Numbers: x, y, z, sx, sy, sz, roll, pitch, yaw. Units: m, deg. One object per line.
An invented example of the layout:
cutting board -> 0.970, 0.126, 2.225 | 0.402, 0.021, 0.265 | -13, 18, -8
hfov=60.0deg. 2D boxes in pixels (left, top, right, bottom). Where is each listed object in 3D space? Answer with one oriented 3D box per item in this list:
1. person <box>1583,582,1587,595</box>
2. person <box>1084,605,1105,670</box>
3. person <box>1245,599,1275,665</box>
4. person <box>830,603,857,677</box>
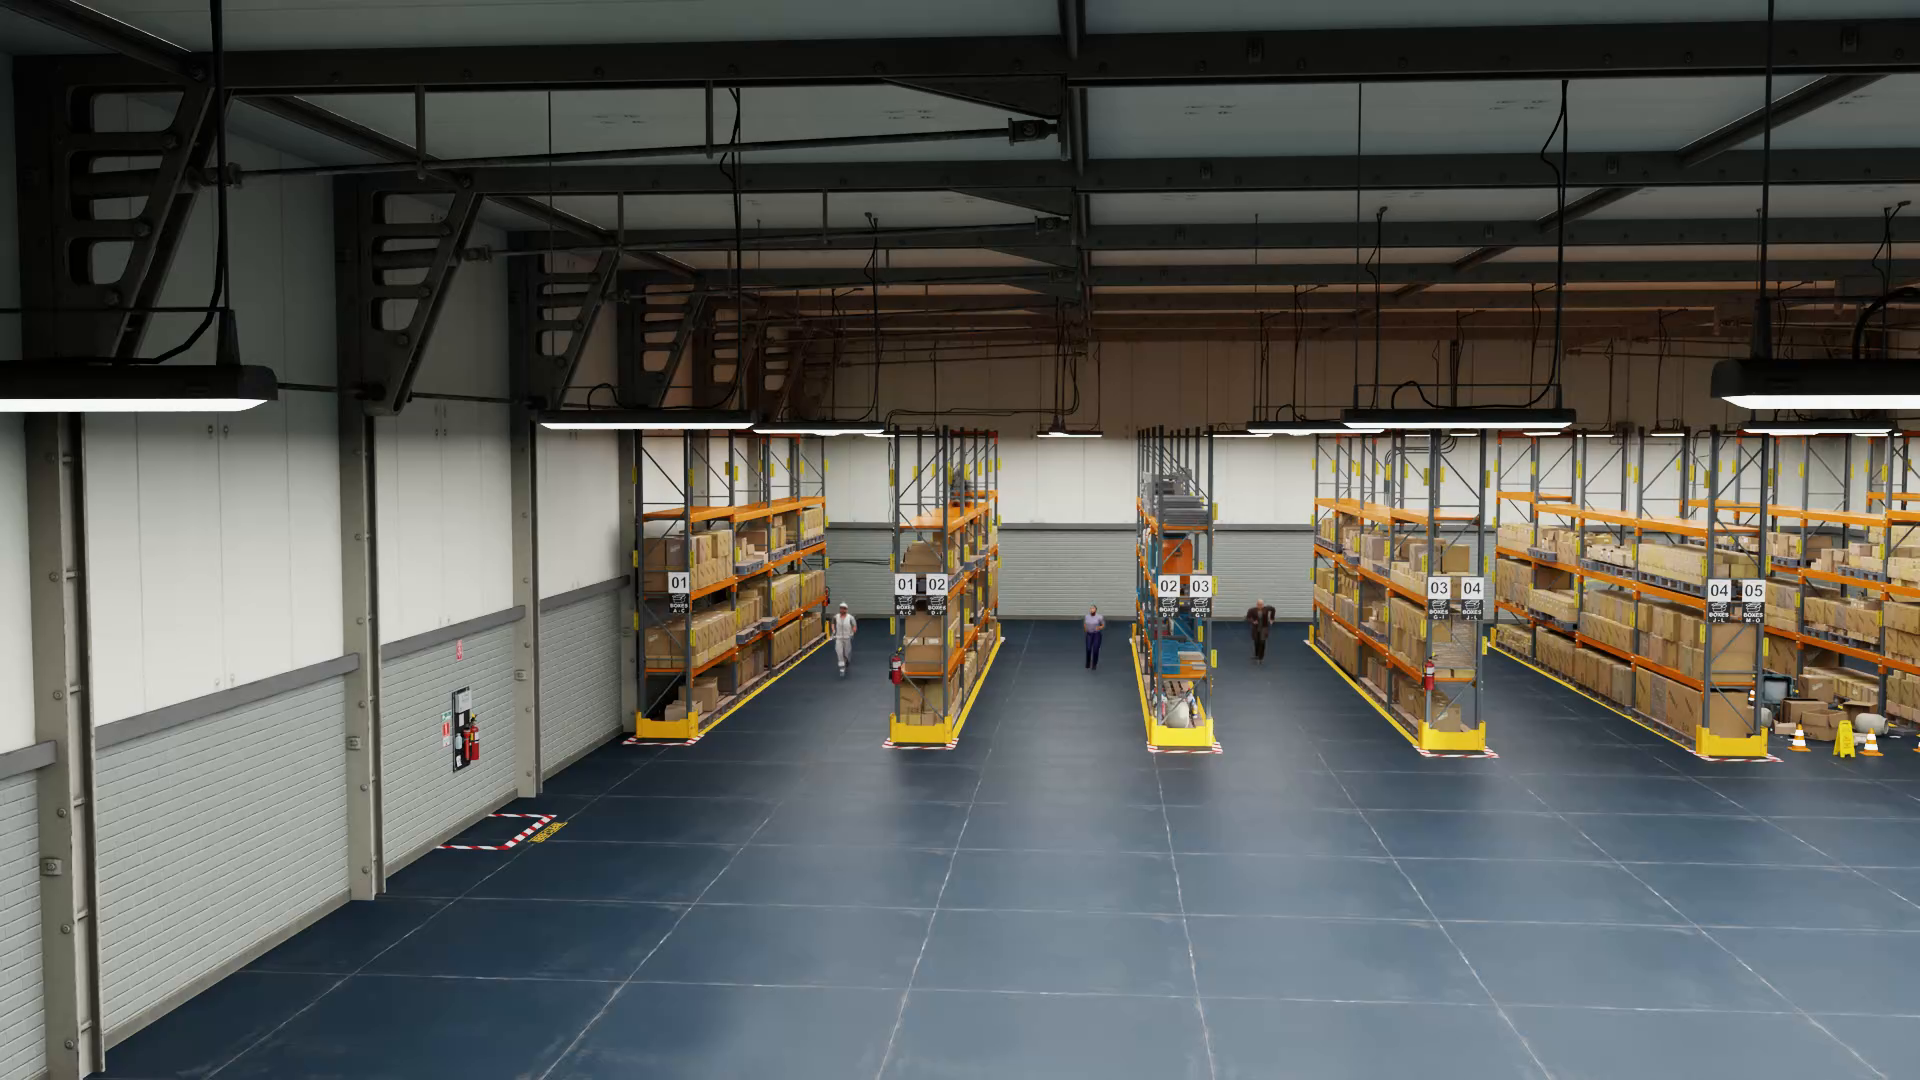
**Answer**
person -> 17.692, 2.014, 47.434 | 0.616, 1.731, 0.686 | 1, 3, 11
person -> 3.326, 2.440, 41.403 | 0.580, 1.615, 0.630 | 1, 4, 13
person -> 7.689, 2.353, 42.633 | 0.753, 1.738, 1.071 | 0, 3, 7
person -> -2.846, 2.417, 40.515 | 0.656, 1.774, 0.845 | 0, 3, 3
